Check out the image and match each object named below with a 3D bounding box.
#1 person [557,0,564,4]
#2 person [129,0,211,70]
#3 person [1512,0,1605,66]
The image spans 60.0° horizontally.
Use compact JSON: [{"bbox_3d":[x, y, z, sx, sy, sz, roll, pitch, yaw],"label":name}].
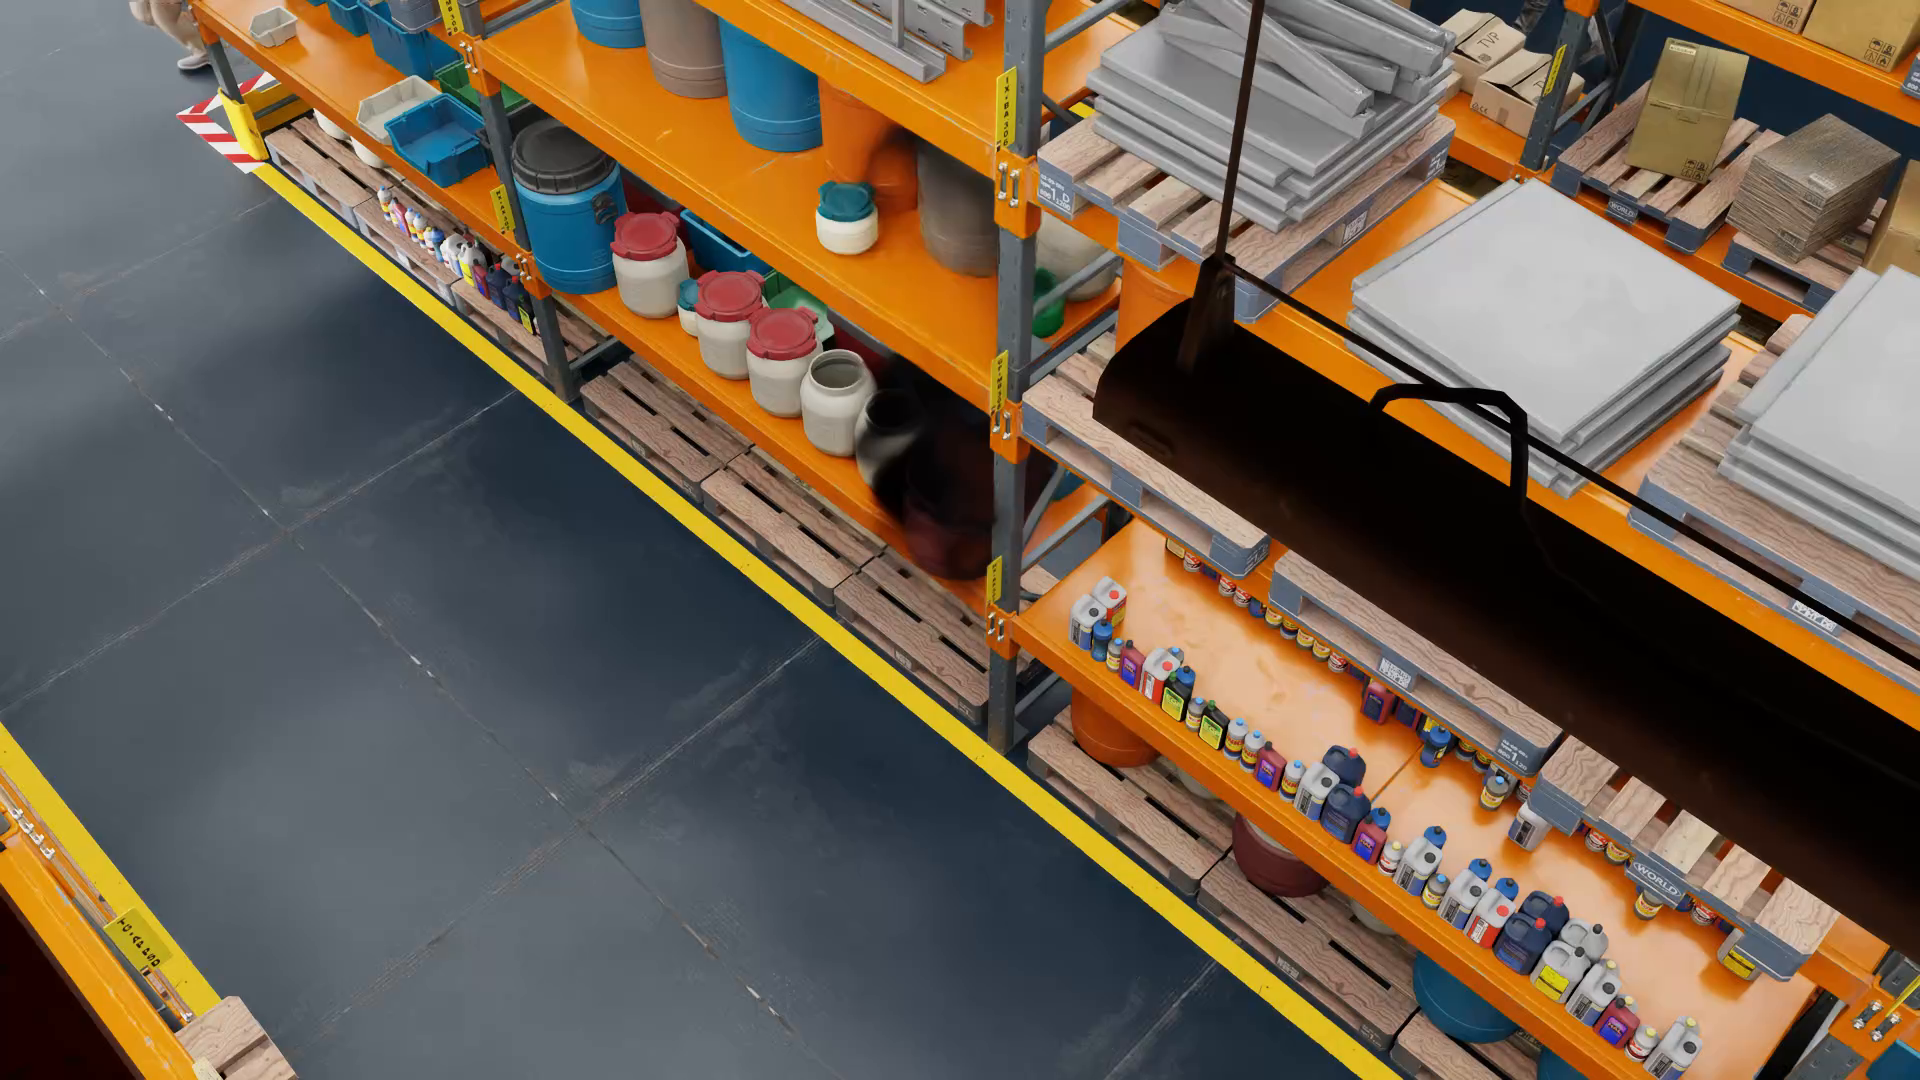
[{"bbox_3d":[-2.663,-3.575,12.332,0.808,1.664,0.598,29,56,22],"label":"person"},{"bbox_3d":[-6.384,-4.421,12.994,0.667,1.672,0.669,-25,54,-20],"label":"person"},{"bbox_3d":[4.736,-4.503,12.939,1.034,1.756,0.687,26,55,20],"label":"person"}]
